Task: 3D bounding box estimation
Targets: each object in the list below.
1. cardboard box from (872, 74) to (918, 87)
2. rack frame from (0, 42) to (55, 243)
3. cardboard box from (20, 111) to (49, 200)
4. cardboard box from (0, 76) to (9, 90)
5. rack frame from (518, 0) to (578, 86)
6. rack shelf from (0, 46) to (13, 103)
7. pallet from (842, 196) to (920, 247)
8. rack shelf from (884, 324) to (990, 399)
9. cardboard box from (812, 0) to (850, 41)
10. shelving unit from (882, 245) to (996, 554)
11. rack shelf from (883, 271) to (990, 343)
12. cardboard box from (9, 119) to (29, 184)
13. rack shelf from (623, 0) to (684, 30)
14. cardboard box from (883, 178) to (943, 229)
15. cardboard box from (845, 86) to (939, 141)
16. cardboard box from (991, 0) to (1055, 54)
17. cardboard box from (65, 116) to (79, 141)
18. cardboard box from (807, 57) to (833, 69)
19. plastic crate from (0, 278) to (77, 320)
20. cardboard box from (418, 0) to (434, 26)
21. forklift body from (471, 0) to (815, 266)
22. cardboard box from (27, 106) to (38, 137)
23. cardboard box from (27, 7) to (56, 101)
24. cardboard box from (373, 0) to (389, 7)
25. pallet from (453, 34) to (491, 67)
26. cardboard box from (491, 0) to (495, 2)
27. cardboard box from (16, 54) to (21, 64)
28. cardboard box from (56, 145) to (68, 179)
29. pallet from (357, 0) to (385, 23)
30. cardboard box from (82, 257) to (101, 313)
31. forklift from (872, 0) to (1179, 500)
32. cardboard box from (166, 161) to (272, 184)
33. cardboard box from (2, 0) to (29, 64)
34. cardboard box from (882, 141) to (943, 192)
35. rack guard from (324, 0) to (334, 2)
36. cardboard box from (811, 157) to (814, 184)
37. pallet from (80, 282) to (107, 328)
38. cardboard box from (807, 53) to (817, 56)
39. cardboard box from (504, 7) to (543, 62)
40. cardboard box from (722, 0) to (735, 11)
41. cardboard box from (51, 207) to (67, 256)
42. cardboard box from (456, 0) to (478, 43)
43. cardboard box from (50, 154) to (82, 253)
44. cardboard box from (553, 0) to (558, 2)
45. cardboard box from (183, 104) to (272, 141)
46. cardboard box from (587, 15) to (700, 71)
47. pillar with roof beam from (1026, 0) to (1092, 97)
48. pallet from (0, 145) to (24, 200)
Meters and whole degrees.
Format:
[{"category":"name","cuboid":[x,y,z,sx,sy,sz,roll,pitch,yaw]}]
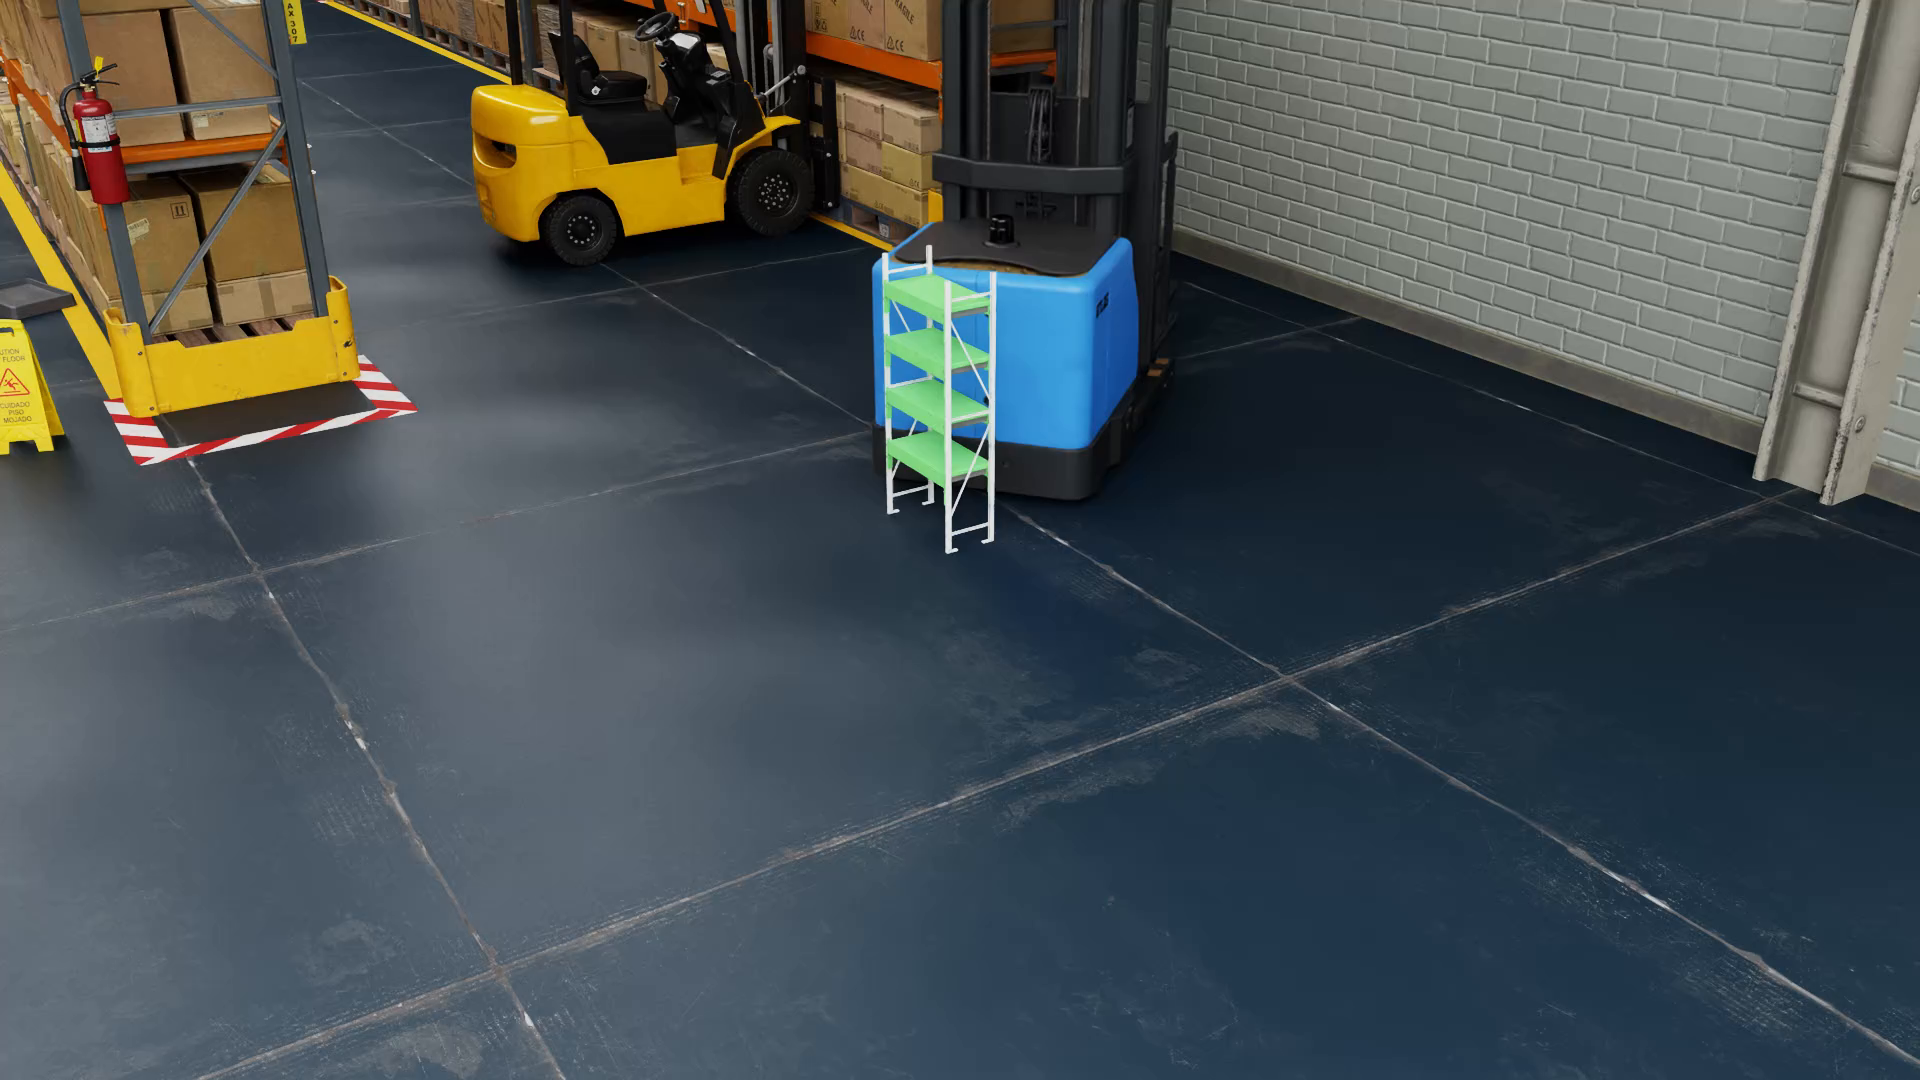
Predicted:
[{"category":"cardboard box","cuboid":[-0.308,-3.279,12.241,0.500,0.250,0.500,-16,30,-30]},{"category":"rack frame","cuboid":[-6.005,-3.578,11.316,1.000,3.000,0.127,-16,29,-30]},{"category":"cardboard box","cuboid":[-5.909,-2.590,11.073,0.500,0.500,0.500,-14,29,-27]},{"category":"cardboard box","cuboid":[-7.888,-3.806,14.385,0.950,0.372,0.625,-18,31,-33]},{"category":"rack frame","cuboid":[-4.032,-6.167,16.799,1.000,3.000,0.127,-16,29,-30]},{"category":"rack shelf","cuboid":[-7.097,-3.968,12.984,1.077,0.370,4.000,-16,29,-30]},{"category":"pallet","cuboid":[-0.117,-2.308,11.892,1.003,0.211,1.213,-16,29,-30]},{"category":"rack shelf","cuboid":[-0.090,-0.761,7.044,0.258,0.148,0.480,-16,29,-30]},{"category":"cardboard box","cuboid":[-0.709,-3.836,11.746,0.500,0.500,0.500,-16,30,-31]},{"category":"shelving unit","cuboid":[-0.090,-0.602,7.119,0.258,1.200,0.503,-16,29,-30]},{"category":"rack shelf","cuboid":[-0.090,-0.978,6.942,0.258,0.148,0.480,-16,29,-30]},{"category":"cardboard box","cuboid":[-6.689,-3.023,12.726,0.950,0.372,0.625,-14,28,-26]},{"category":"rack shelf","cuboid":[-2.940,-5.126,15.438,1.077,0.370,4.000,-16,29,-30]},{"category":"cardboard box","cuboid":[-0.186,-2.346,11.435,0.500,0.250,0.500,-15,29,-29]},{"category":"cardboard box","cuboid":[-0.461,-2.977,11.601,0.500,0.250,0.500,-15,29,-29]},{"category":"cardboard box","cuboid":[0.298,-3.593,11.229,0.500,0.500,0.500,-14,29,-28]},{"category":"cardboard box","cuboid":[-4.436,-2.182,8.653,0.380,0.149,0.250,-16,30,-30]},{"category":"cardboard box","cuboid":[-1.295,-3.528,12.768,0.500,0.250,0.500,-14,29,-28]},{"category":"plastic crate","cuboid":[-5.835,-1.505,10.345,0.583,0.080,0.402,18,31,33]},{"category":"cardboard box","cuboid":[-6.140,-6.432,19.796,0.500,0.500,0.500,-14,29,-27]},{"category":"forklift body","cuboid":[-2.228,-3.175,11.455,2.313,2.155,1.214,-16,29,-30]},{"category":"cardboard box","cuboid":[-5.609,-2.641,10.421,0.380,0.149,0.250,-14,29,-28]},{"category":"cardboard box","cuboid":[-4.618,-2.637,8.857,0.500,0.500,0.500,-15,29,-29]},{"category":"cardboard box","cuboid":[-7.144,-7.161,21.341,0.700,0.500,0.500,-17,30,-31]},{"category":"pallet","cuboid":[-5.070,-5.618,18.903,1.003,0.211,1.213,-16,29,-30]},{"category":"cardboard box","cuboid":[-4.795,-5.832,17.767,0.380,0.149,0.250,-17,30,-31]},{"category":"cardboard box","cuboid":[-5.920,-3.199,10.806,0.380,0.149,0.250,-15,29,-28]},{"category":"cardboard box","cuboid":[-4.868,-2.158,9.399,0.380,0.149,0.250,-15,29,-29]},{"category":"pallet","cuboid":[-7.260,-7.019,21.872,1.003,0.211,1.213,-16,29,-30]},{"category":"cardboard box","cuboid":[-4.764,-1.507,9.658,0.500,0.250,0.500,-15,29,-29]},{"category":"forklift","cuboid":[0.531,-2.111,8.287,1.130,2.935,3.031,8,26,16]},{"category":"cardboard box","cuboid":[-4.332,-1.980,9.782,0.500,0.500,0.500,-17,30,-31]},{"category":"cardboard box","cuboid":[-5.442,-3.179,10.004,0.500,0.500,0.500,-16,30,-30]},{"category":"cardboard box","cuboid":[-0.192,-2.579,11.343,0.500,0.250,0.500,-16,30,-30]},{"category":"rack guard","cuboid":[-8.357,-7.871,23.337,1.175,0.500,0.348,-16,29,-30]},{"category":"cardboard box","cuboid":[-1.017,-2.888,12.583,0.500,0.250,0.500,-15,29,-28]},{"category":"pallet","cuboid":[-4.939,-1.648,10.494,1.003,0.211,1.213,-16,29,-30]},{"category":"cardboard box","cuboid":[-1.128,-3.826,13.399,0.500,0.250,0.500,-16,30,-30]},{"category":"cardboard box","cuboid":[-4.443,-5.327,17.458,0.500,0.500,0.500,-15,29,-28]},{"category":"cardboard box","cuboid":[-1.526,-4.379,12.896,0.500,0.500,0.500,-15,29,-29]},{"category":"cardboard box","cuboid":[-5.608,-2.062,10.834,0.500,0.250,0.500,-14,29,-27]},{"category":"cardboard box","cuboid":[-5.294,-5.877,18.622,0.500,0.500,0.500,-17,30,-31]},{"category":"cardboard box","cuboid":[-5.035,-2.027,9.880,0.500,0.500,0.500,-16,30,-31]},{"category":"cardboard box","cuboid":[-4.178,-5.880,17.868,0.380,0.149,0.250,-15,29,-28]},{"category":"cardboard box","cuboid":[-3.833,-2.203,8.698,0.380,0.149,0.250,-15,29,-29]},{"category":"cardboard box","cuboid":[-2.972,-4.584,15.736,0.875,0.625,0.625,-17,30,-32]},{"category":"pillar with roof beam","cuboid":[-2.896,-5.474,8.305,9.100,9.000,0.400,-16,29,-30]},{"category":"pallet","cuboid":[-7.101,-3.032,13.425,1.003,0.211,1.213,-16,29,-30]}]
